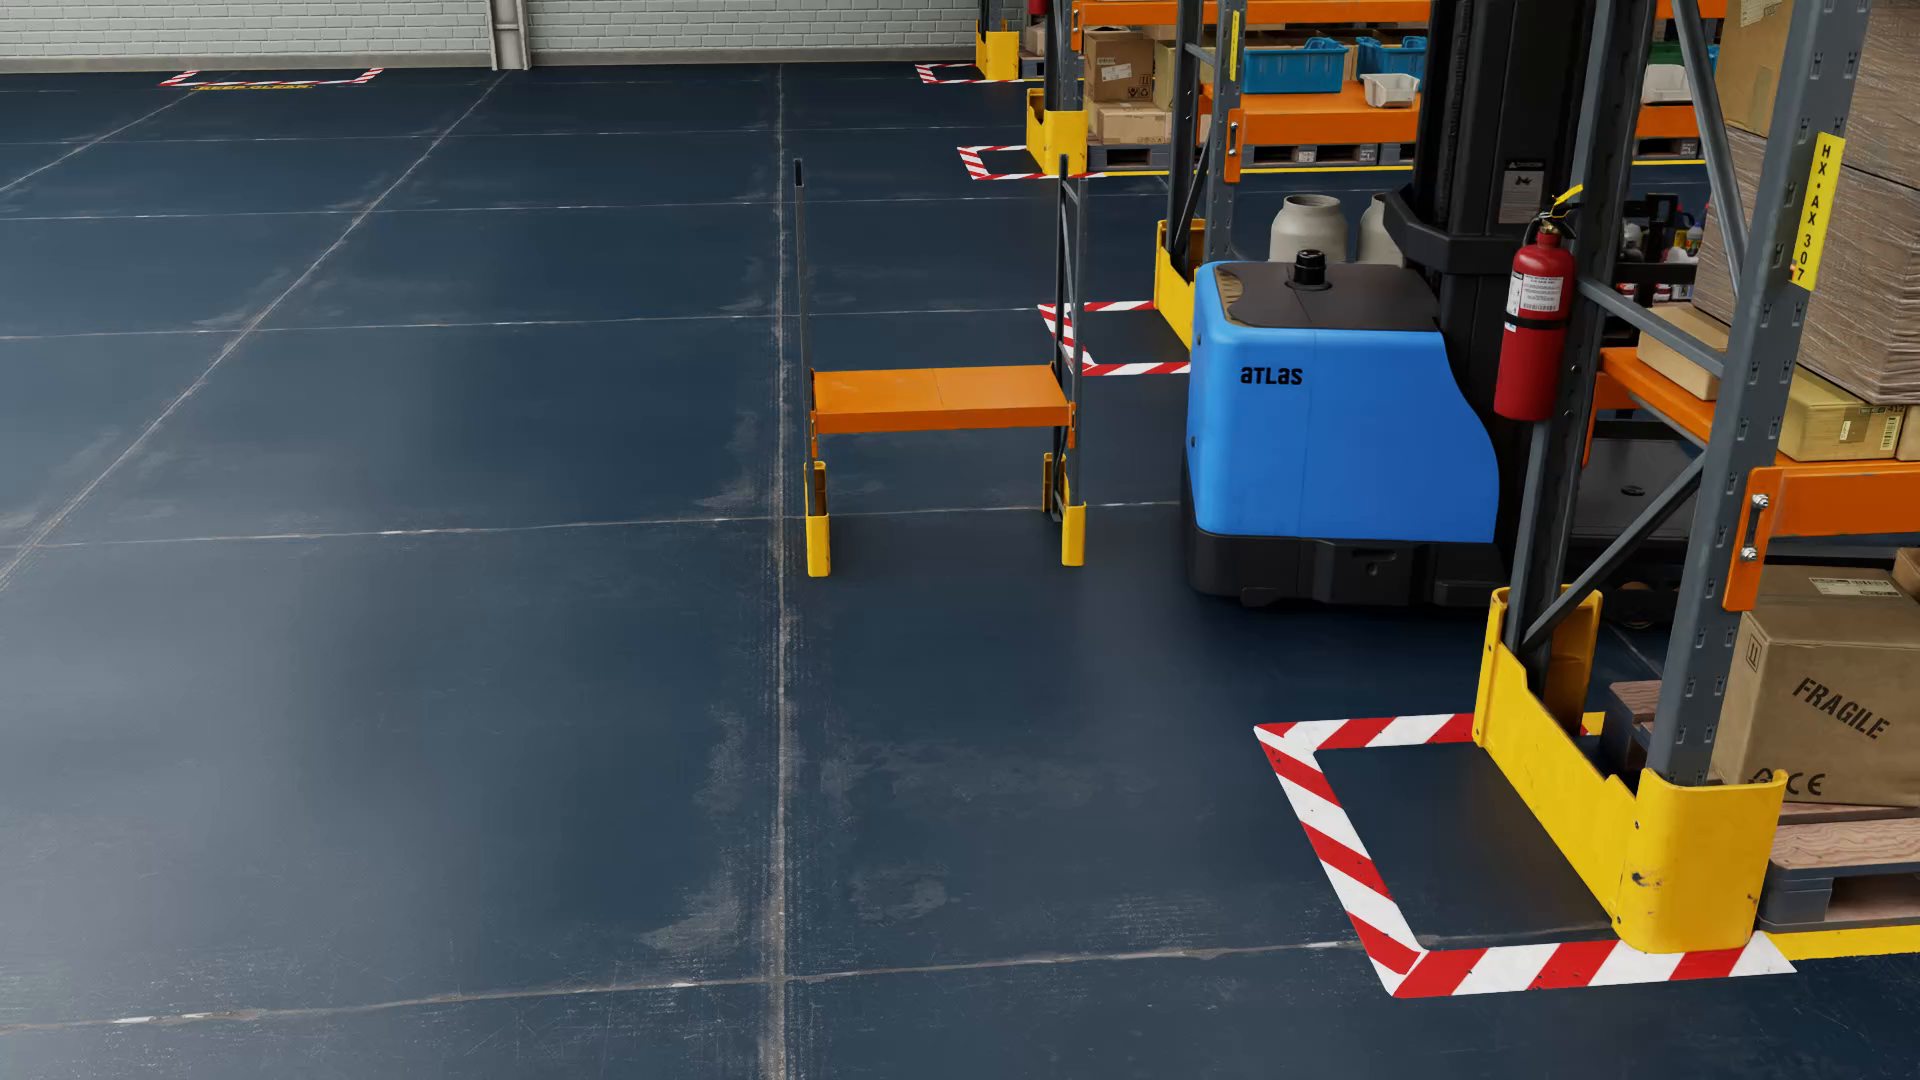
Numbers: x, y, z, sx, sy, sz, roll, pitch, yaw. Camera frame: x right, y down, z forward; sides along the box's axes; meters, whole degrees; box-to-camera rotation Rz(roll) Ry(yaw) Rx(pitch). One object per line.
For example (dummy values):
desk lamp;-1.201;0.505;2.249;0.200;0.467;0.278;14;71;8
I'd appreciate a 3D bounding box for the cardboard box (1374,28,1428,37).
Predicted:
cardboard box;3.811;-4.058;14.132;0.500;0.500;0.500;-2;24;-5

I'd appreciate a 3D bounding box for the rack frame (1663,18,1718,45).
rack frame;8.290;-6.857;18.484;0.127;3.000;1.000;-2;24;-5

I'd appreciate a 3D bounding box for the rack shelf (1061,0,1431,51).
rack shelf;2.810;-4.287;13.587;4.000;0.370;1.077;-2;24;-5

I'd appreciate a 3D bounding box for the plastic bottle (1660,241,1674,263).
plastic bottle;3.985;-1.528;9.297;0.133;0.283;0.061;-2;24;-5

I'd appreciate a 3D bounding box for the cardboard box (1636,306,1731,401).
cardboard box;2.053;-0.511;4.516;0.250;0.149;0.380;-2;24;-5

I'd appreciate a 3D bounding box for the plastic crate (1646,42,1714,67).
plastic crate;3.905;-2.656;9.293;0.662;0.188;0.450;-2;24;-5

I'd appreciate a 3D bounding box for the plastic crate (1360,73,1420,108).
plastic crate;2.225;-2.318;8.598;0.250;0.136;0.298;-2;24;-5

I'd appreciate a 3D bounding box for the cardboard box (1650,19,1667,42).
cardboard box;7.579;-5.866;18.790;0.500;0.500;0.700;-2;24;-4

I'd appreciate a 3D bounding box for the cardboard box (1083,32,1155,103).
cardboard box;1.324;-3.955;13.901;0.500;0.500;0.500;-2;24;-5

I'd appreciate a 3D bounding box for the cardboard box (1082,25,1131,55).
cardboard box;1.594;-5.524;18.254;0.500;0.311;0.500;0;24;-1

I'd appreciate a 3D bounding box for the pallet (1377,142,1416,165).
pallet;4.004;-3.406;14.153;1.213;0.211;1.003;-2;24;-5

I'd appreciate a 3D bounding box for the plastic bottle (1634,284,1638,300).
plastic bottle;3.780;-1.460;9.158;0.097;0.271;0.097;0;24;0

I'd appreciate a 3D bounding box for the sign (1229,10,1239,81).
sign;1.352;-2.437;8.199;0.005;0.325;0.100;-2;24;-5

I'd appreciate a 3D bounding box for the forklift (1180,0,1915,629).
forklift;2.401;-1.237;5.924;3.031;2.935;1.130;2;24;4

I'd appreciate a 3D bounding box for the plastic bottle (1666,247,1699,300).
plastic bottle;3.996;-1.482;9.202;0.135;0.276;0.152;-2;24;-4

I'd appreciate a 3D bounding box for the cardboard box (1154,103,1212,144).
cardboard box;1.872;-3.424;13.628;0.500;0.250;0.500;-2;24;-5

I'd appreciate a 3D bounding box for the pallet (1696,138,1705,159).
pallet;6.746;-3.516;14.401;1.213;0.211;1.003;-2;24;-5

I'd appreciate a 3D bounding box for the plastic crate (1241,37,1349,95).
plastic crate;1.771;-2.606;9.104;0.616;0.251;0.499;-2;24;-5

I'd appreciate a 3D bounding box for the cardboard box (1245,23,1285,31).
cardboard box;3.280;-5.698;18.413;0.500;0.500;0.500;-4;24;-9

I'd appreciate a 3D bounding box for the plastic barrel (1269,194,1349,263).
plastic barrel;1.950;-1.645;9.305;0.421;0.512;0.421;0;24;0

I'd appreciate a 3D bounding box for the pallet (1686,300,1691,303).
pallet;4.611;-1.409;9.659;1.213;0.211;1.003;-2;24;-5

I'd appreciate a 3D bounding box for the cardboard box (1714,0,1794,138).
cardboard box;2.312;-1.292;4.242;0.500;0.500;0.500;-2;24;-5

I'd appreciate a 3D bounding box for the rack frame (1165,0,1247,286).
rack frame;1.303;-2.533;8.756;0.127;3.000;1.000;-2;24;-5

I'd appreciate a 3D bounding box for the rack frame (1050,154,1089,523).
rack frame;0.421;-0.702;6.483;0.032;1.500;0.500;-2;24;-5

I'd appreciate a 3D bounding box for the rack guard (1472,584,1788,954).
rack guard;1.865;0.608;4.767;0.348;0.500;1.175;-2;24;-5

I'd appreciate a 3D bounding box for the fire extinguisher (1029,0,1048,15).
fire extinguisher;0.656;-4.683;13.689;0.183;0.674;0.296;-2;24;-5

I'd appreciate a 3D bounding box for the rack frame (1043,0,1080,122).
rack frame;0.819;-4.535;13.261;0.127;3.000;1.000;-2;24;-5

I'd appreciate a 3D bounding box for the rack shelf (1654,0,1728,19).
rack shelf;6.790;-4.446;13.946;4.000;0.370;1.077;-2;24;-5

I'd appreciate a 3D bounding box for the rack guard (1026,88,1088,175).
rack guard;0.795;-3.392;13.767;0.348;0.500;1.175;-2;24;-5

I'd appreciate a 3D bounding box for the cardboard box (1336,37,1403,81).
cardboard box;3.364;-3.830;13.618;0.500;0.500;0.500;-2;24;-5

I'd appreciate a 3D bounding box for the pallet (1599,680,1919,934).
pallet;2.677;0.722;4.866;1.213;0.211;1.003;-2;24;-5

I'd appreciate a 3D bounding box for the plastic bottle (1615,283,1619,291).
plastic bottle;3.578;-1.452;9.140;0.097;0.271;0.097;0;24;0

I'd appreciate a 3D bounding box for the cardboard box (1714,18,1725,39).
cardboard box;9.035;-6.043;18.782;0.750;0.750;0.750;-3;24;-6

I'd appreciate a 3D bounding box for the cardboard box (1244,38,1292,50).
cardboard box;2.369;-3.791;13.531;0.500;0.500;0.500;-2;24;-5

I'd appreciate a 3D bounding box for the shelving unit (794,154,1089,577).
shelving unit;-0.076;-0.682;6.439;1.083;1.500;0.587;-2;24;-5

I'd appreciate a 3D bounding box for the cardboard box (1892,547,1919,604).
cardboard box;3.004;0.363;4.800;0.500;0.500;0.500;4;24;9

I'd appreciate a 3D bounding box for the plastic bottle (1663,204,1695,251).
plastic bottle;4.251;-1.811;9.852;0.185;0.351;0.144;-3;24;-7

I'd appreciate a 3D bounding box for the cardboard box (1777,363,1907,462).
cardboard box;2.096;-0.331;4.112;0.250;0.149;0.380;-2;24;-5

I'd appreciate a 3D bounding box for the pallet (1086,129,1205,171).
pallet;1.576;-3.309;13.934;1.213;0.211;1.003;-2;24;-5

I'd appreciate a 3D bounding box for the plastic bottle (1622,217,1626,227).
plastic bottle;3.828;-1.794;9.814;0.185;0.351;0.144;-2;24;-6

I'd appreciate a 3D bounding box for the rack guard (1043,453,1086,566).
rack guard;0.420;-0.131;6.737;0.087;0.250;0.587;-2;24;-5

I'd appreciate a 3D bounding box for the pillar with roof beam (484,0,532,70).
pillar with roof beam;-4.607;-7.677;12.943;0.400;9.000;9.100;-2;24;-5

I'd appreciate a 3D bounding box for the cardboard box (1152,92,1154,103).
cardboard box;1.820;-3.637;14.107;0.500;0.250;0.500;-2;24;-5

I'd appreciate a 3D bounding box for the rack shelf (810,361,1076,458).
rack shelf;-0.085;-0.518;6.511;1.000;0.185;0.538;-2;24;-5

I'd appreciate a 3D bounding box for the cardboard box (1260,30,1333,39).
cardboard box;2.815;-4.021;14.048;0.500;0.500;0.500;-2;24;-5

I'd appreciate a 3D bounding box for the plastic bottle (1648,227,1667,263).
plastic bottle;4.109;-1.754;9.821;0.097;0.271;0.097;0;24;0
